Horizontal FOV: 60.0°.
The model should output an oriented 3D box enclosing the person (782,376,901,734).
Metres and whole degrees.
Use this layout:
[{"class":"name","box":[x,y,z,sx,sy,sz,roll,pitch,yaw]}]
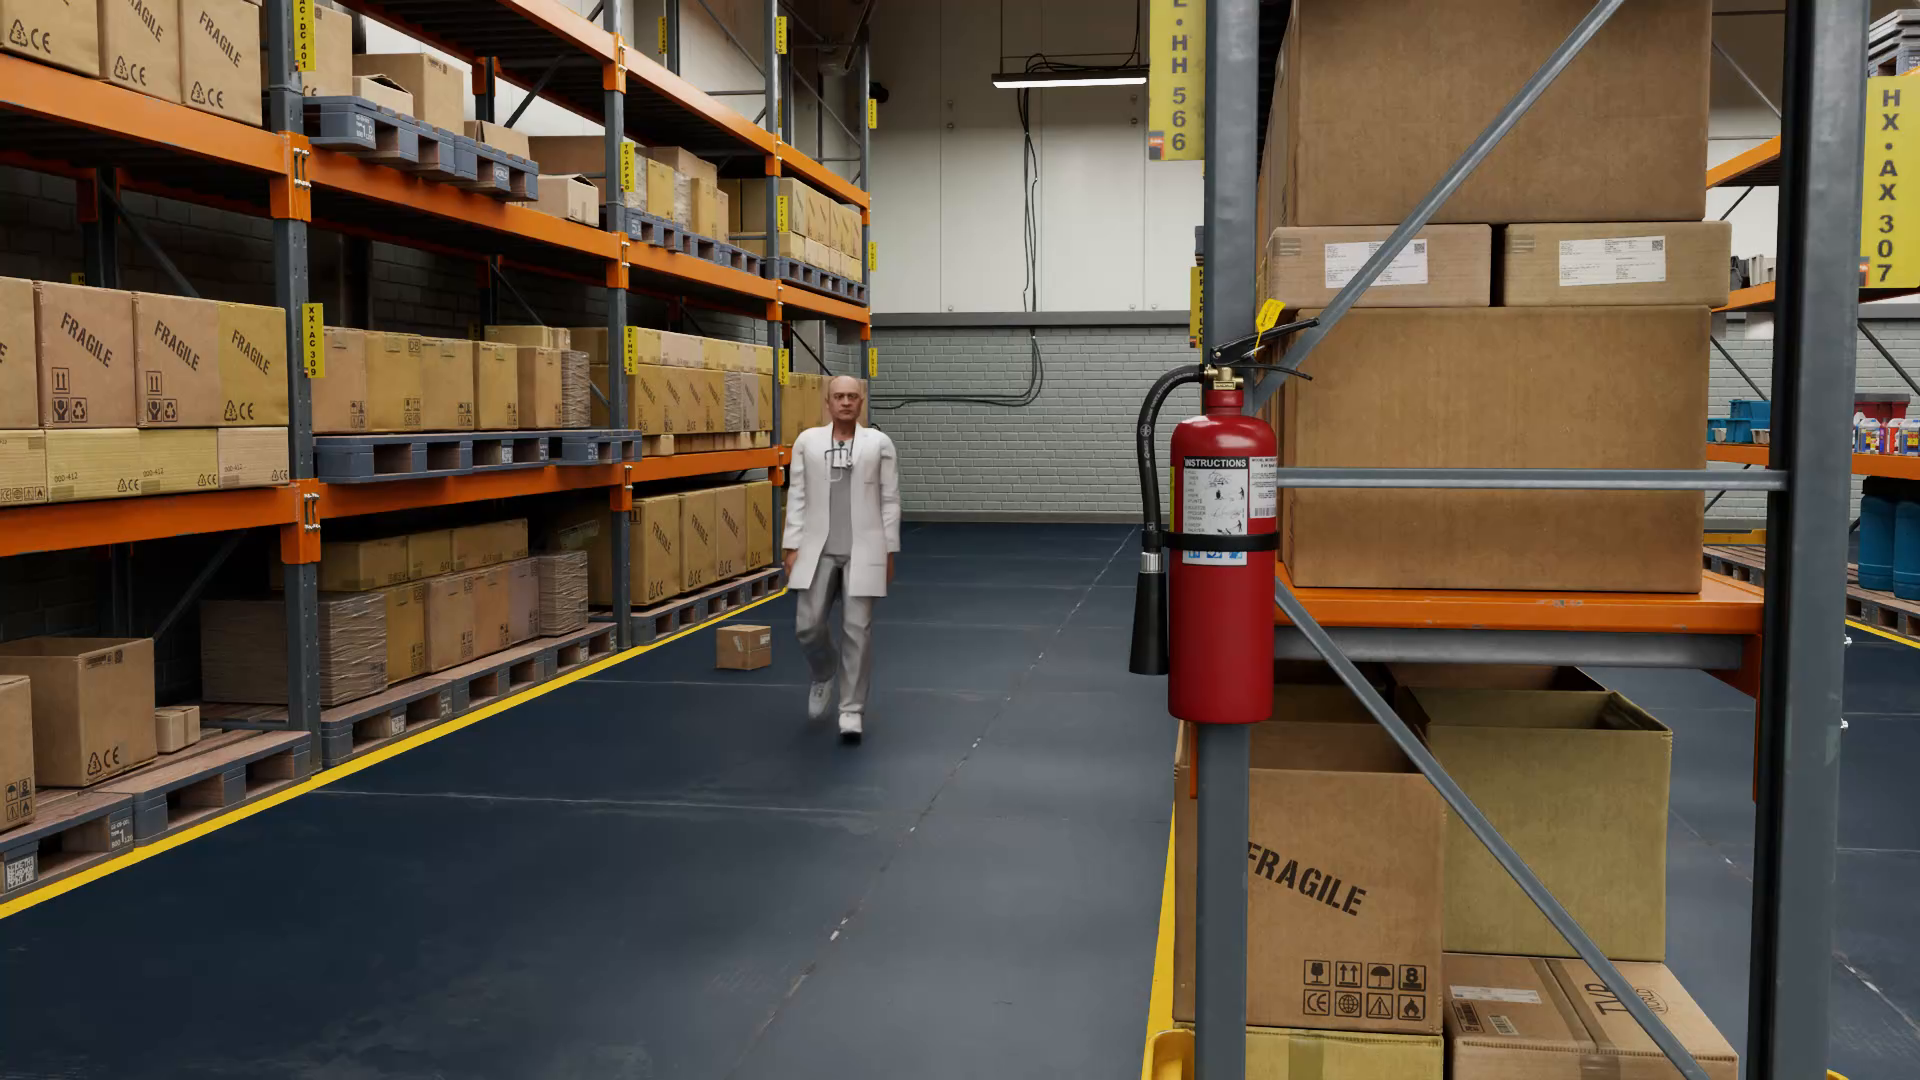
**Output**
[{"class":"person","box":[-0.596,0.064,8.347,0.601,1.770,0.597,0,4,0]}]
